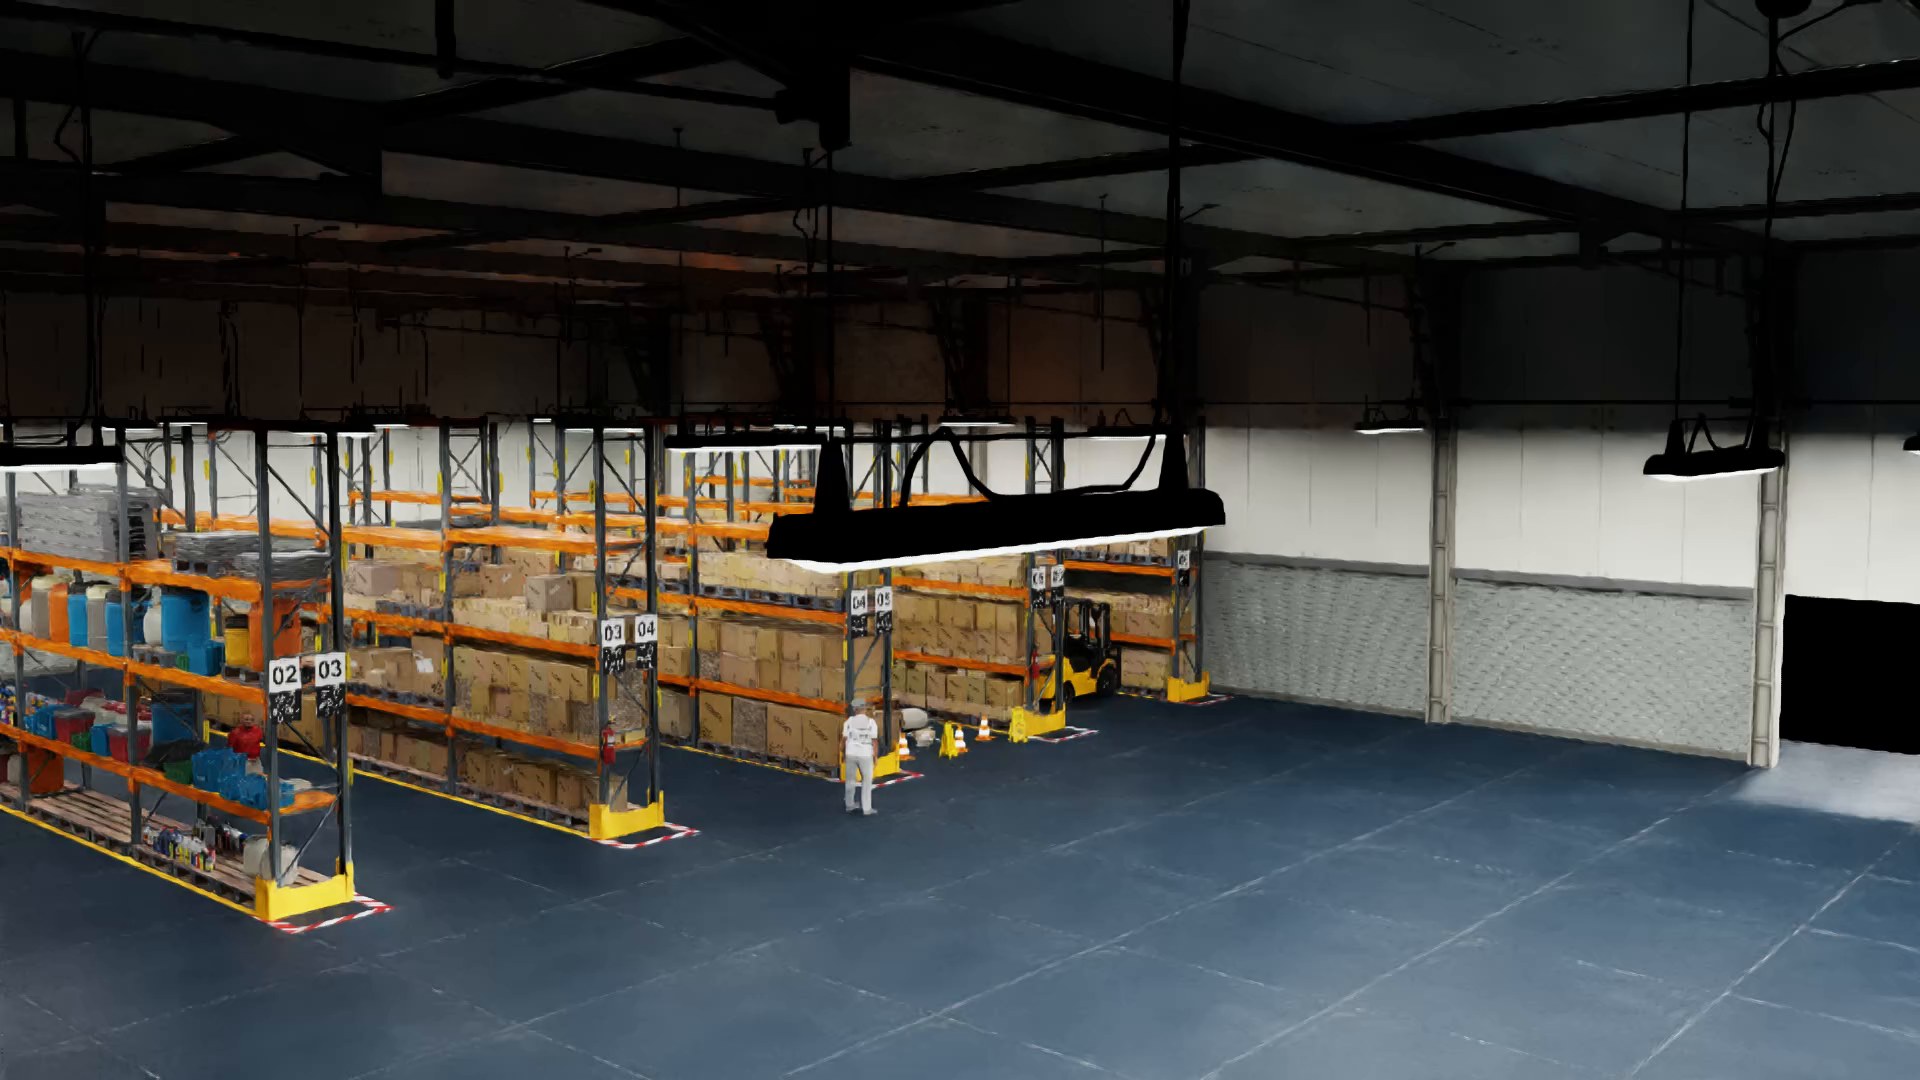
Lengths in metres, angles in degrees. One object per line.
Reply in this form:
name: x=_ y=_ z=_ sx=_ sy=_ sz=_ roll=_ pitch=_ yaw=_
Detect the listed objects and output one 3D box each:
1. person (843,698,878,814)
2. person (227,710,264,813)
person: x=-1.526 y=3.317 z=25.579 sx=0.513 sy=1.759 sz=0.474 roll=1 pitch=5 yaw=10
person: x=-10.840 y=3.394 z=25.253 sx=1.126 sy=1.645 sz=0.542 roll=4 pitch=7 yaw=43
